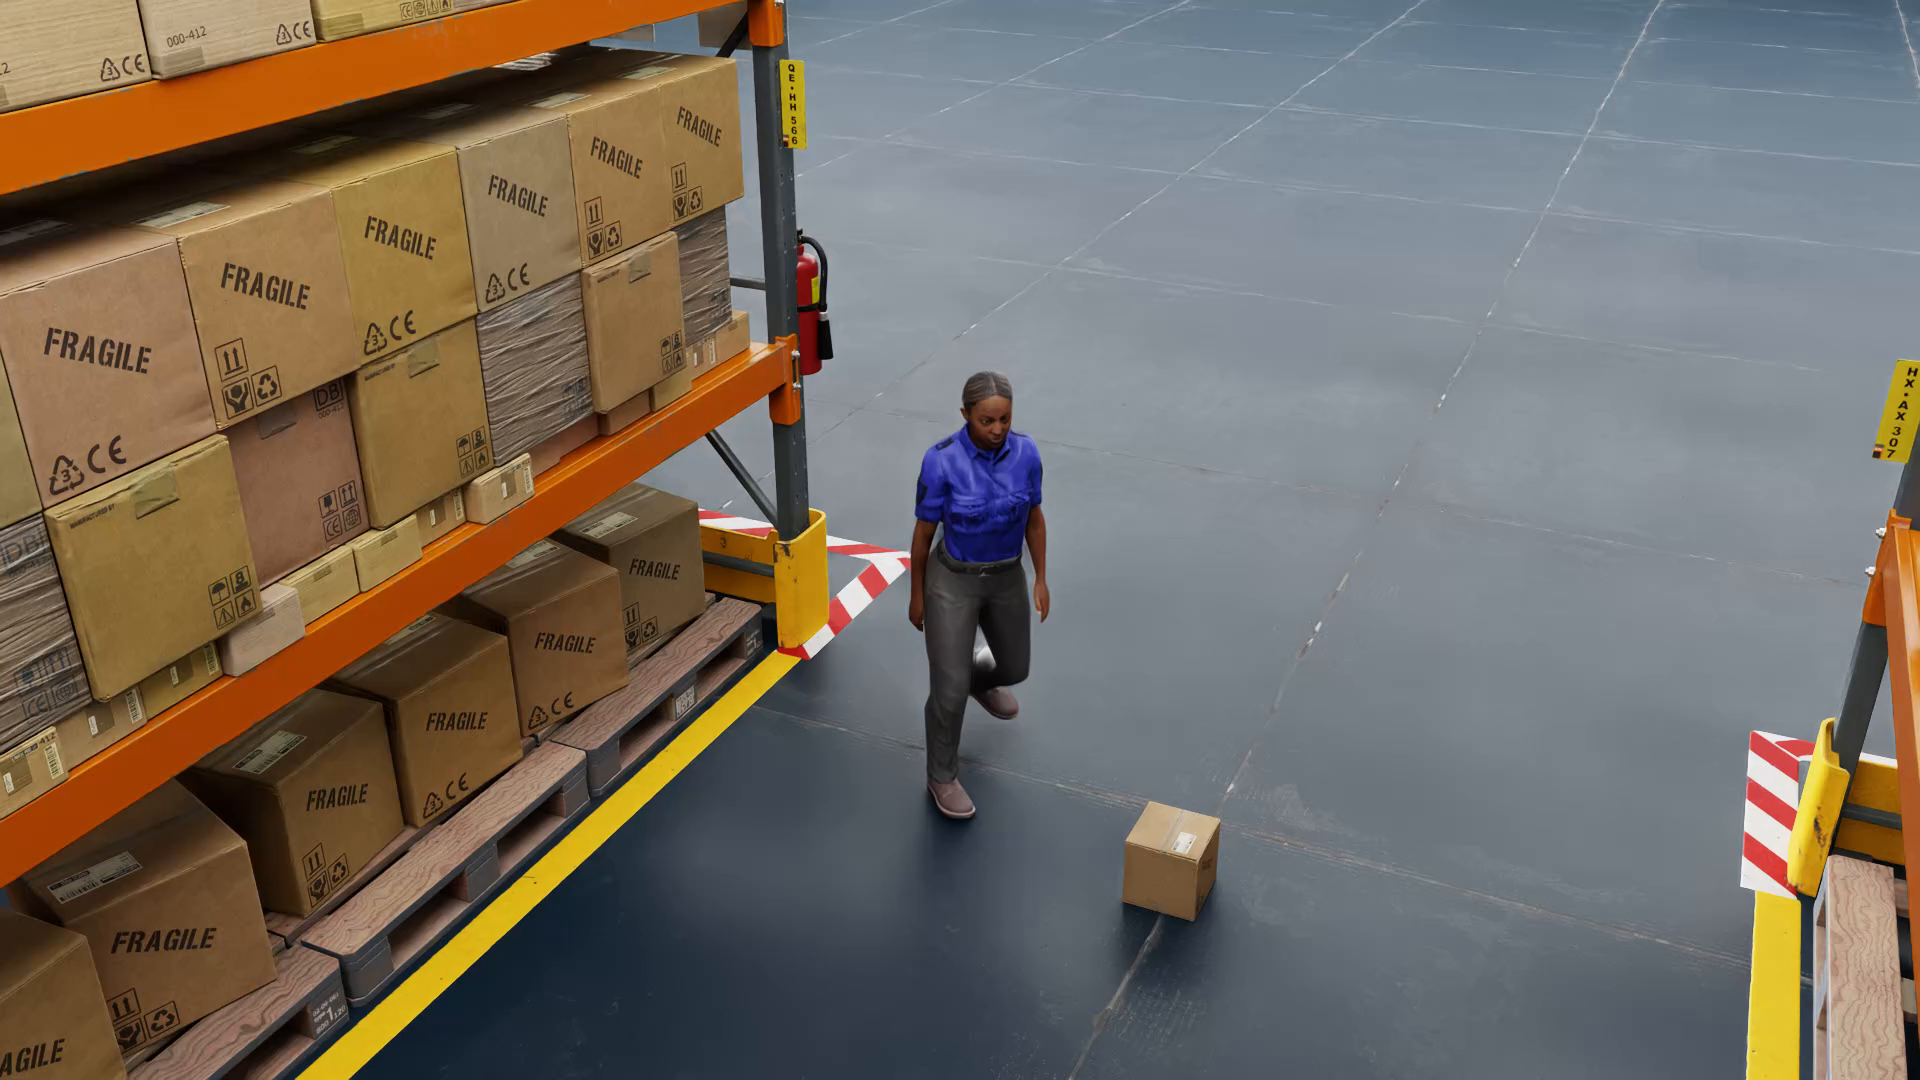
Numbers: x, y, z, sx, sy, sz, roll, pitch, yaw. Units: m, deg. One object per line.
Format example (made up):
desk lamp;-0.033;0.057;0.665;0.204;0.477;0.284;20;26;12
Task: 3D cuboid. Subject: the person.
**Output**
person;0.048;0.108;5.903;0.533;1.627;0.696;-11;28;-21
